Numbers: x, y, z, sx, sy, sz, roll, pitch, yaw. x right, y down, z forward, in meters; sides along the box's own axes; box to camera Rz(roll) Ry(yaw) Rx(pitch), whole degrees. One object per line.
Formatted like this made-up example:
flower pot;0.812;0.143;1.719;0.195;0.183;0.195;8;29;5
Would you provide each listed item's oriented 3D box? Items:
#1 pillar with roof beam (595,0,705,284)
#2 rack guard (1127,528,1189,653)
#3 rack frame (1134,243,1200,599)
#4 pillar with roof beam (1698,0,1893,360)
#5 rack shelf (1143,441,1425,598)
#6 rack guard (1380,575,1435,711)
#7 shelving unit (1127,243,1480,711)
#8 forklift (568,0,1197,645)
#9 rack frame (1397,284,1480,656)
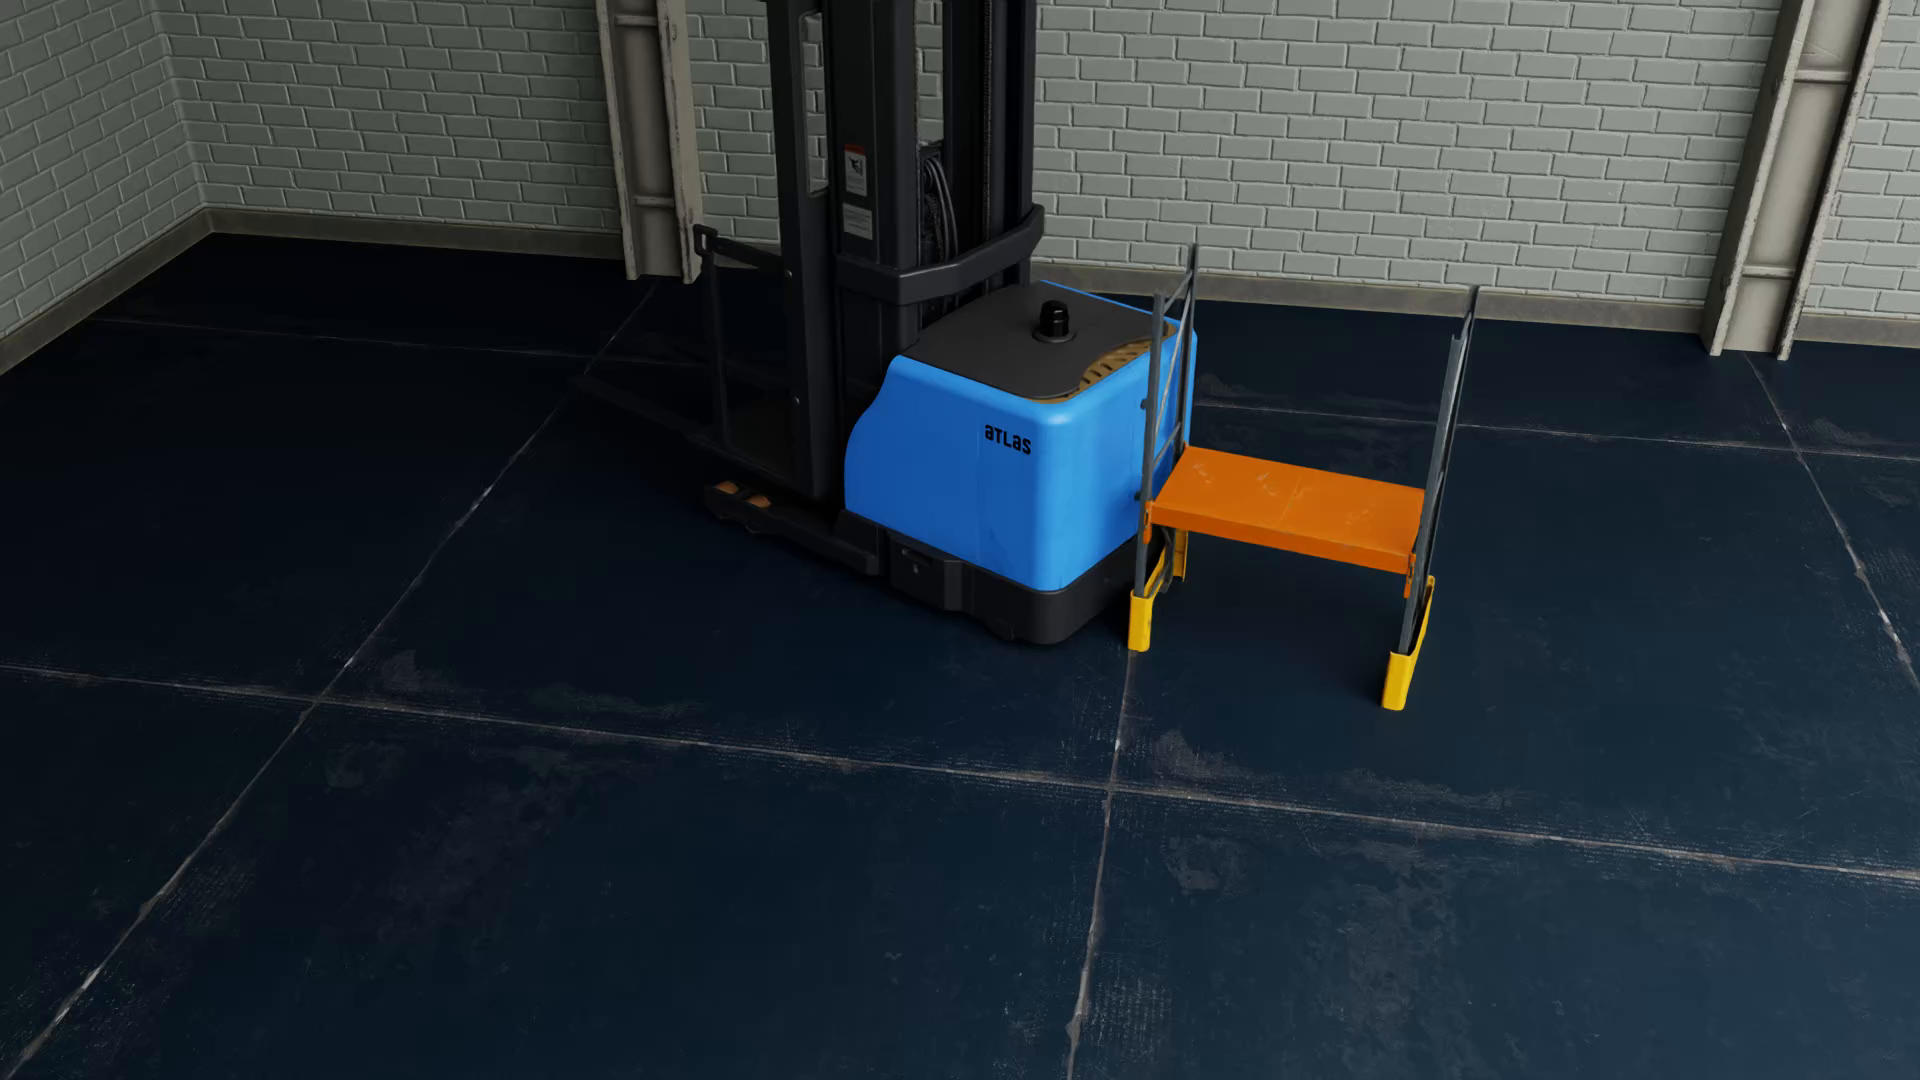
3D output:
pillar with roof beam;-2.445;-3.143;3.790;0.400;9.000;9.100;5;32;8
rack guard;0.802;0.188;6.715;0.087;0.250;0.587;12;34;19
rack frame;0.784;-0.346;6.389;0.032;1.500;0.500;12;34;19
pillar with roof beam;3.469;-2.607;2.934;0.400;9.000;9.100;5;32;8
rack shelf;1.255;-0.092;6.323;1.000;0.185;0.538;12;34;19
rack guard;1.725;0.386;6.397;0.087;0.250;0.587;12;34;19
shelving unit;1.263;-0.243;6.225;1.083;1.500;0.587;12;34;19
forklift;-0.512;-1.468;6.833;3.031;2.935;1.130;23;39;32
rack frame;1.726;-0.143;6.065;0.032;1.500;0.500;12;34;19
